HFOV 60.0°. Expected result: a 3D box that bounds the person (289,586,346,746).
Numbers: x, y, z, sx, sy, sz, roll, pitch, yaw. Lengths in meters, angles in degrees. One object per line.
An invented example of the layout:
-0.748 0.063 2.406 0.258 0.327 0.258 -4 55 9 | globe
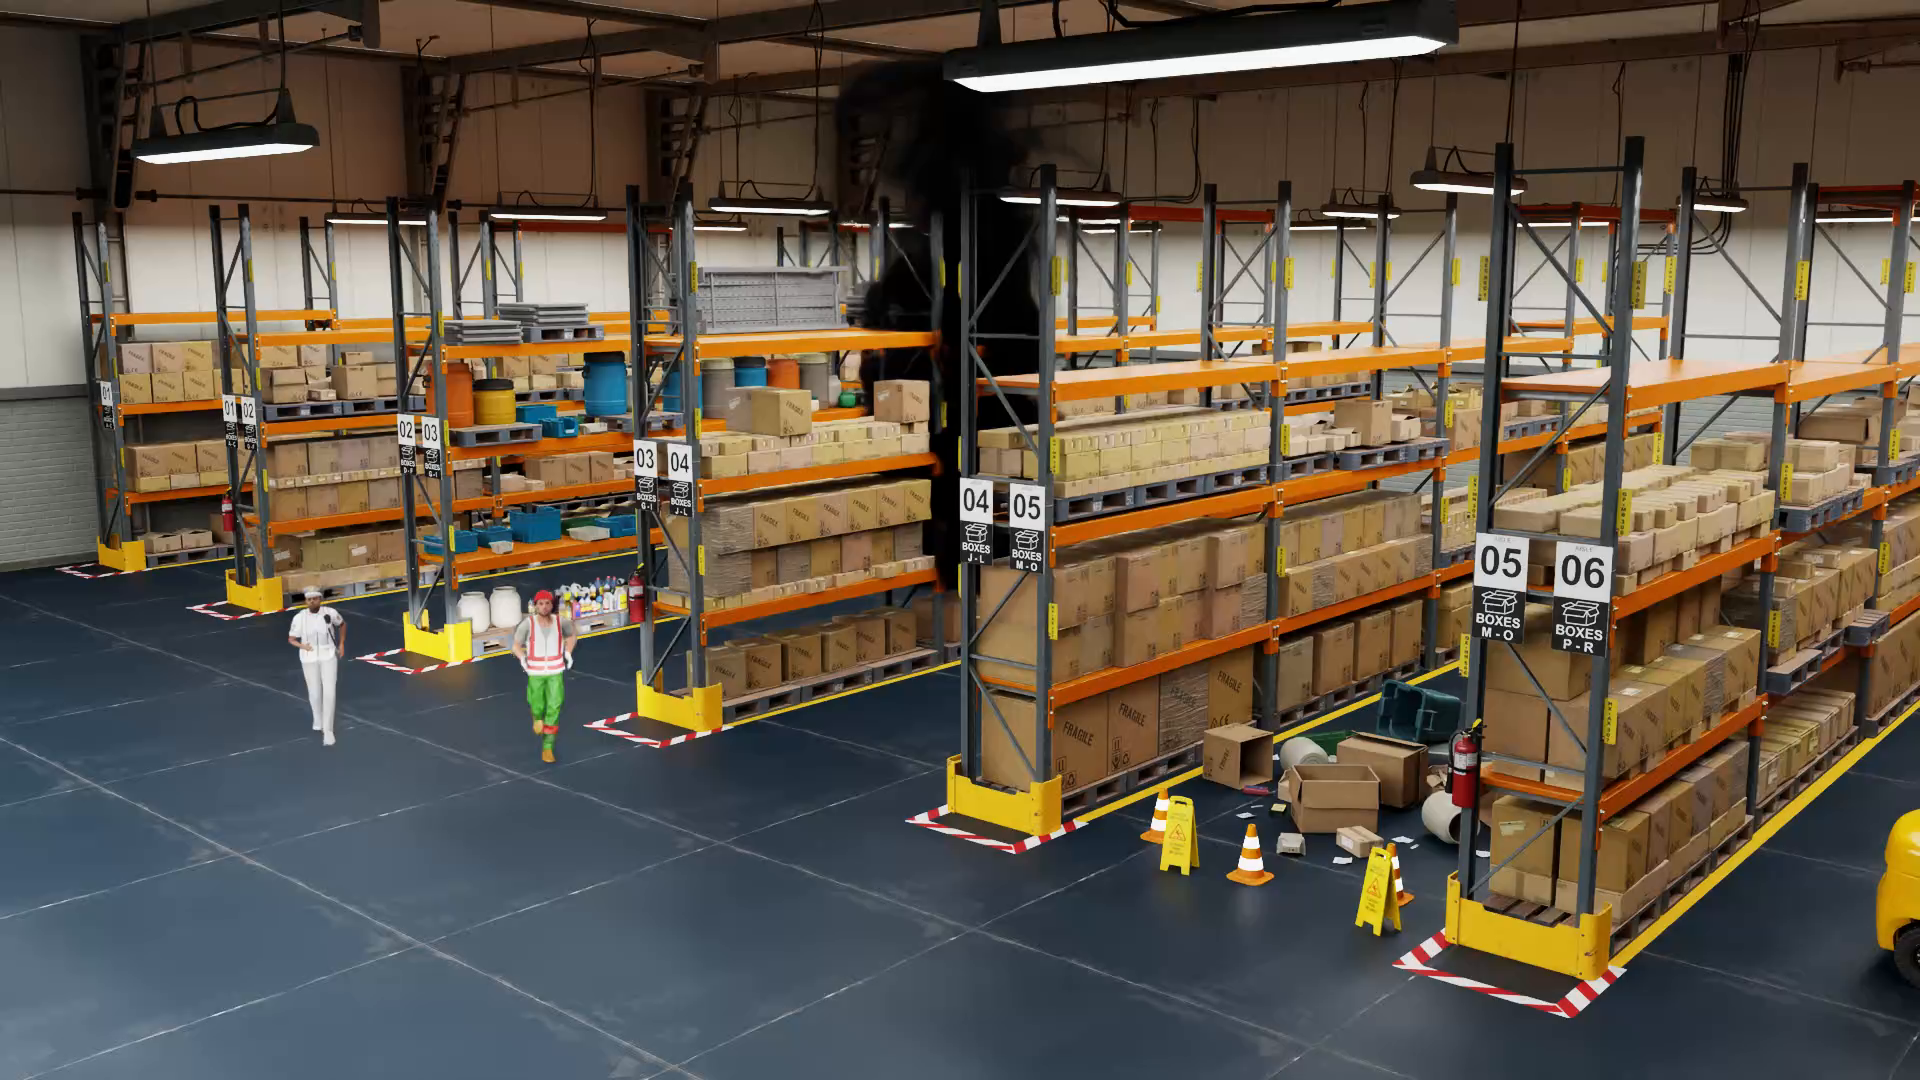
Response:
-7.015 1.341 18.205 0.581 1.750 0.759 -3 10 -16 | person

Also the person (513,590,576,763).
-4.378 1.398 17.595 0.661 1.775 0.880 -3 10 -17 | person
